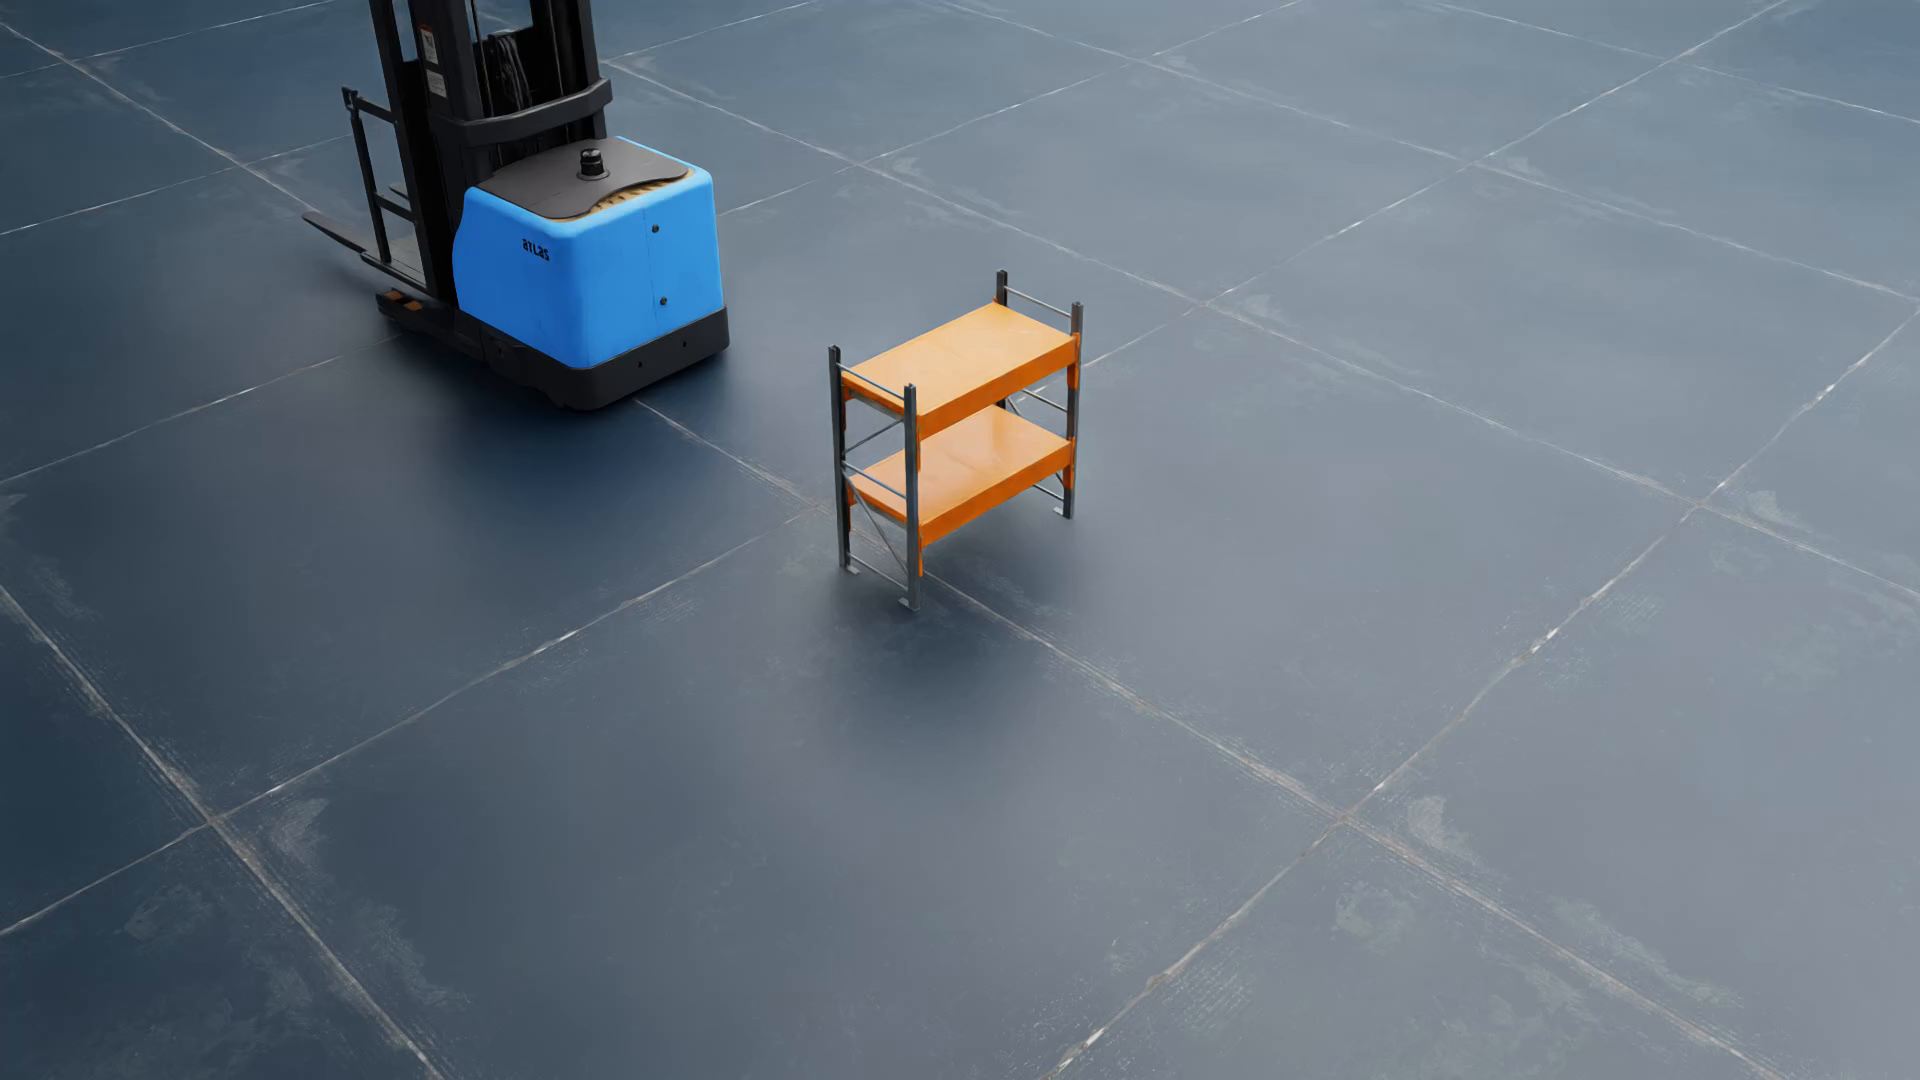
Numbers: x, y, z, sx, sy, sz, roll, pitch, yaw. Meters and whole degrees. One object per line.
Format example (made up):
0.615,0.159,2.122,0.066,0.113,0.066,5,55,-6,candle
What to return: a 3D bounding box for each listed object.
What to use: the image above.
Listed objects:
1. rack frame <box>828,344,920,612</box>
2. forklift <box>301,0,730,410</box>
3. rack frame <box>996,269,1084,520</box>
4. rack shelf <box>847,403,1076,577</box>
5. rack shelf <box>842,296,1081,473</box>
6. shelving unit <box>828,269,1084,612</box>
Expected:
-0.363,-0.252,7.128,0.500,1.125,0.032,30,45,35,rack frame
-2.705,-2.588,8.898,3.031,2.935,1.130,27,43,33,forklift
0.353,-0.665,7.720,0.500,1.125,0.032,30,45,35,rack frame
-0.005,-0.258,7.564,0.538,0.278,1.000,30,45,35,rack shelf
-0.005,-0.699,7.257,0.538,0.278,1.000,30,45,35,rack shelf
-0.005,-0.459,7.424,0.538,1.125,1.048,30,45,35,shelving unit
